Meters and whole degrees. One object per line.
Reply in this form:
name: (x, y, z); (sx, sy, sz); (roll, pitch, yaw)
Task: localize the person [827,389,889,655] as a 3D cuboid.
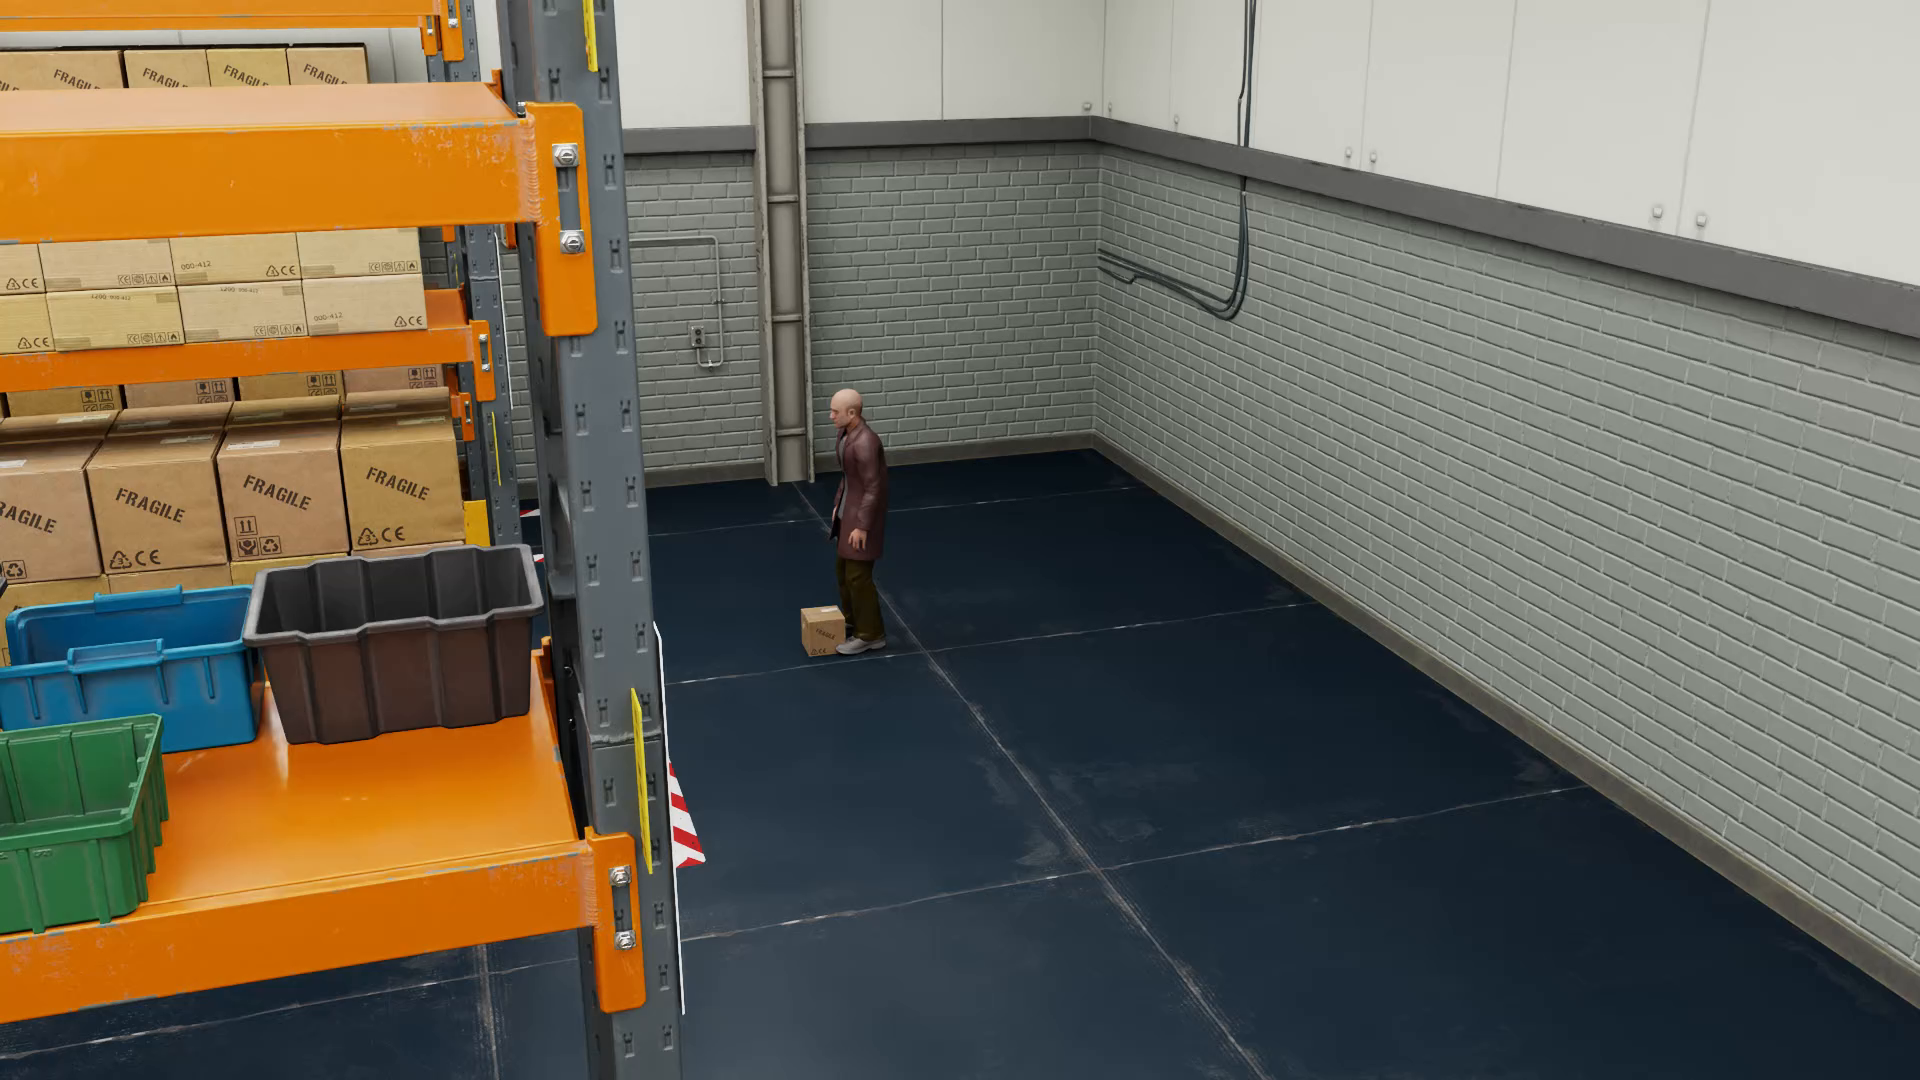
person: (-0.690, -0.140, 10.996); (0.425, 1.774, 0.644); (-6, 20, -17)
